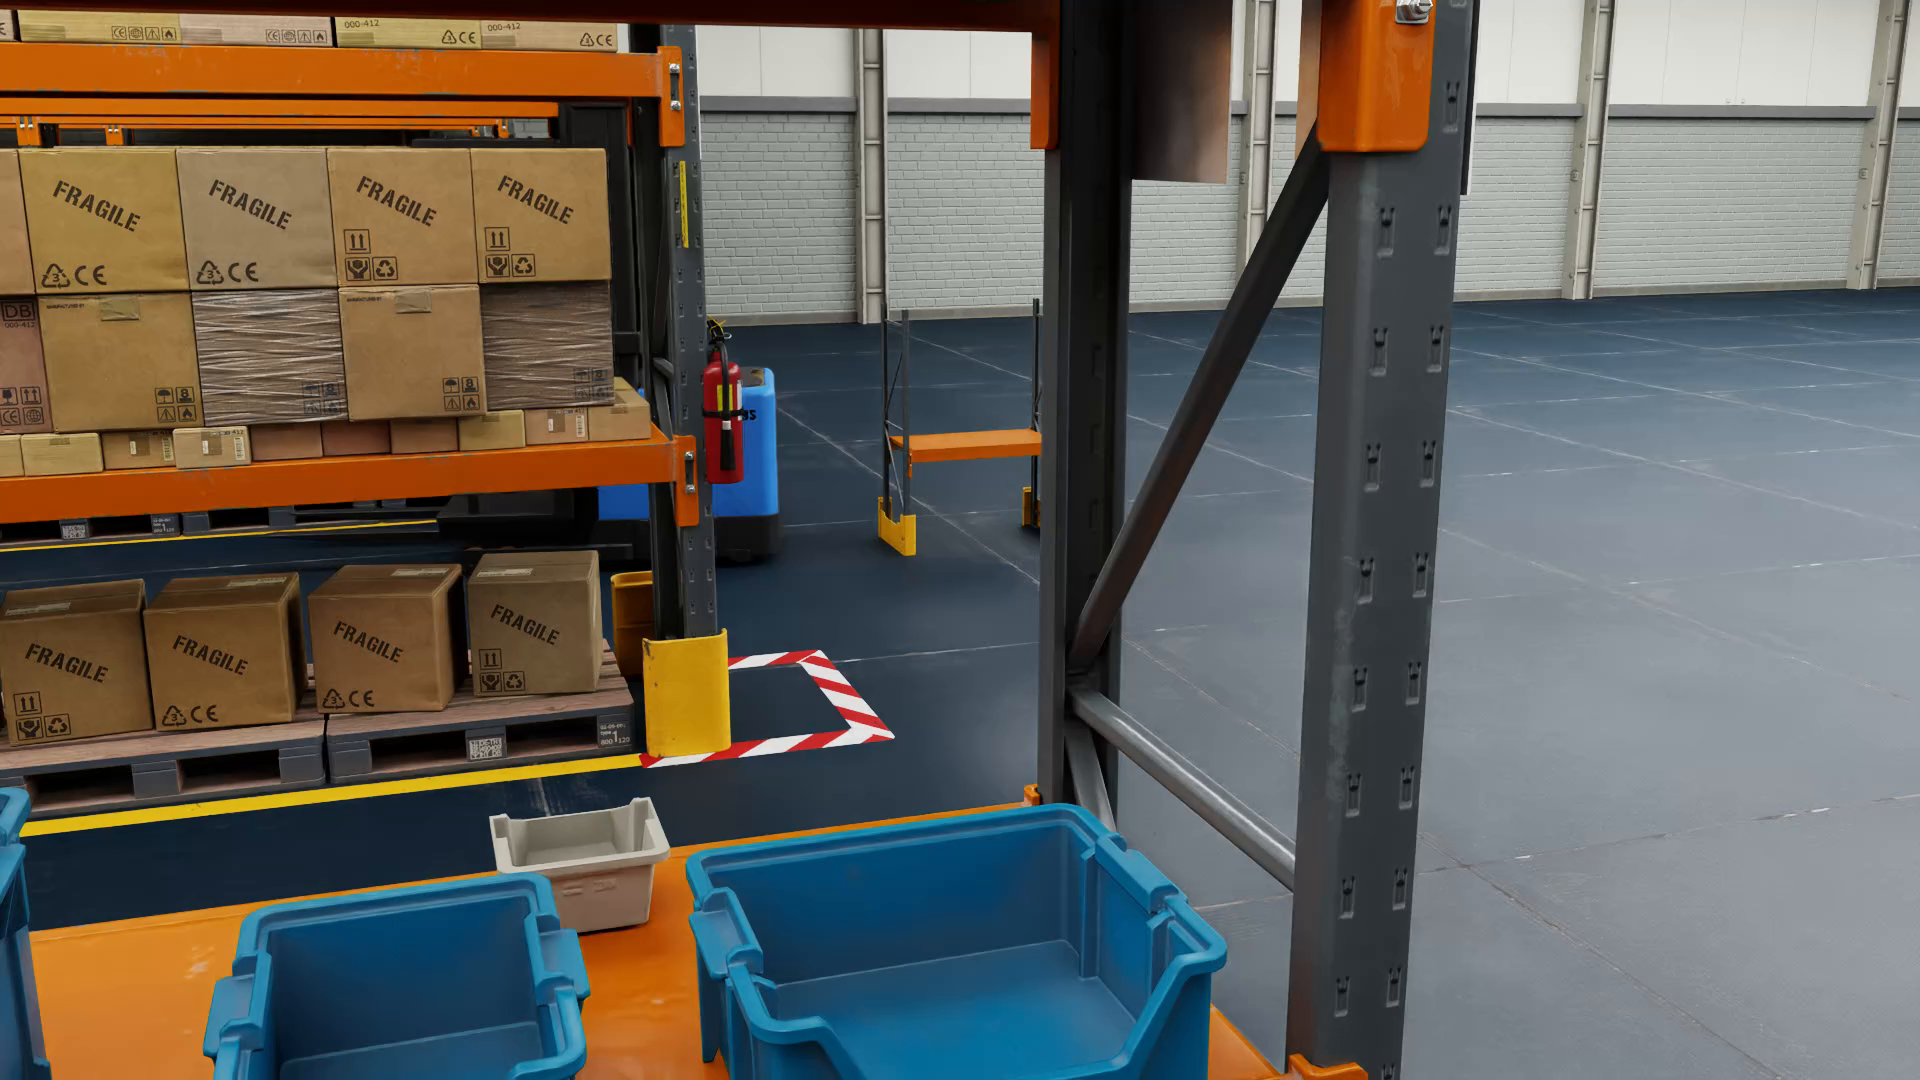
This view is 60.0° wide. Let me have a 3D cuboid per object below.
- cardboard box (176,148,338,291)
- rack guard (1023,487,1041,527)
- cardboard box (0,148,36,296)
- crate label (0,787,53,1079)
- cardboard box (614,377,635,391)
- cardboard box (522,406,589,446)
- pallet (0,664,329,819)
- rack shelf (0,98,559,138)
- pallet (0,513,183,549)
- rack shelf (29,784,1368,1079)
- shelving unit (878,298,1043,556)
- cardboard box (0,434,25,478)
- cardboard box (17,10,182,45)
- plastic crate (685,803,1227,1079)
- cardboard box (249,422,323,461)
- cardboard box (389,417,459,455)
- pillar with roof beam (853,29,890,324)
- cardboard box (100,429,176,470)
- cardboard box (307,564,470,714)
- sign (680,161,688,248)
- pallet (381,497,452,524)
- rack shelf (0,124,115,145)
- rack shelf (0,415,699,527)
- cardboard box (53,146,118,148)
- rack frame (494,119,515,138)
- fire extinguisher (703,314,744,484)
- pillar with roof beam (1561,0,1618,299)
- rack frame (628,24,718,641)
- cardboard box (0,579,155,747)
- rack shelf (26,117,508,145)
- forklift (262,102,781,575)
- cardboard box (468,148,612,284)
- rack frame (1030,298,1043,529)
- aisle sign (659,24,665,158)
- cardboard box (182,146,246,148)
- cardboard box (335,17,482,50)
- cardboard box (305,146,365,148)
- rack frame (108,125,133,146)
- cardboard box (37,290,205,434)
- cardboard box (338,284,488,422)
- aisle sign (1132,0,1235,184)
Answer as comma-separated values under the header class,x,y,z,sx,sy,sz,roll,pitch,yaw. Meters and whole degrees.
class,x,y,z,sx,sy,sz,roll,pitch,yaw
cardboard box,-2.613,-1.212,6.237,0.500,0.500,0.500,-4,14,-18
rack guard,0.544,-0.164,10.792,0.087,0.250,0.587,-4,14,-18
cardboard box,-3.560,-1.138,5.924,0.500,0.500,0.500,-4,14,-18
crate label,-1.303,0.563,1.719,0.616,0.435,0.502,-4,14,-18
cardboard box,-1.570,-0.611,7.271,0.250,0.149,0.380,-4,14,-18
cardboard box,-1.666,-0.495,6.784,0.250,0.149,0.380,-4,14,-18
pallet,-3.232,0.802,6.815,1.213,0.211,1.003,-4,14,-18
rack shelf,-4.606,-2.759,10.831,4.000,0.370,1.077,-4,14,-18
pallet,-5.756,-0.184,10.960,1.213,0.211,1.003,-4,14,-18
rack shelf,-1.540,0.882,2.006,4.000,0.370,1.077,-4,14,-18
shelving unit,0.072,-0.735,10.493,1.083,1.500,0.587,-4,14,-18
cardboard box,-3.539,-0.332,6.098,0.250,0.149,0.380,-4,14,-18
cardboard box,-3.036,-1.885,5.927,0.500,0.250,0.500,-5,14,-19
plastic crate,-0.023,0.560,2.129,0.616,0.251,0.499,-4,14,-18
cardboard box,-2.608,-0.417,6.458,0.250,0.149,0.380,-4,14,-18
cardboard box,-2.128,-0.450,6.595,0.250,0.149,0.380,-4,14,-18
pillar with roof beam,0.141,-6.527,18.636,0.400,9.000,9.100,-4,14,-18
cardboard box,-3.076,-0.376,6.285,0.250,0.149,0.380,-4,14,-18
cardboard box,-2.377,0.404,6.956,0.500,0.500,0.500,-1,13,-3
sign,-1.066,-1.295,6.422,0.005,0.325,0.100,-4,14,-18
pallet,-3.443,-0.364,11.717,1.213,0.211,1.003,-4,14,-18
rack shelf,-11.658,-4.630,18.698,4.000,0.370,1.077,-4,14,-18
rack shelf,-3.120,-0.204,6.573,4.000,0.370,1.077,-4,14,-18
cardboard box,-7.690,-3.245,14.782,0.500,0.500,0.700,-5,14,-19
rack frame,-4.385,-2.875,16.248,0.127,3.000,1.000,-4,14,-18
fire extinguisher,-0.969,-0.571,6.730,0.183,0.674,0.296,-4,14,-18
pillar with roof beam,11.514,-7.413,22.360,0.400,9.000,9.100,-4,14,-18
rack frame,-1.224,-0.702,7.110,0.127,3.000,1.000,-4,14,-18
cardboard box,-3.520,0.478,6.647,0.500,0.500,0.500,-6,15,-23
rack shelf,-6.280,-3.837,15.363,4.000,0.370,1.077,-4,14,-18
forklift,-2.637,-1.348,9.975,3.031,2.935,1.130,-2,13,-7
cardboard box,-1.667,-1.287,6.550,0.500,0.500,0.500,-4,14,-18
rack frame,0.563,-0.773,10.653,0.032,1.500,0.500,-4,14,-18
aisle sign,-1.261,-2.037,7.105,0.004,0.787,0.394,-4,14,-18
cardboard box,-6.714,-3.309,15.051,0.500,0.500,0.700,-5,14,-19
cardboard box,-2.072,-1.959,6.239,0.500,0.250,0.500,-4,14,-18
cardboard box,-5.732,-3.373,15.323,0.500,0.500,0.700,-5,14,-19
rack frame,-9.763,-3.668,19.582,0.127,3.000,1.000,-4,14,-18
cardboard box,-3.155,-0.735,6.394,0.500,0.500,0.875,-4,14,-18
cardboard box,-2.190,-0.797,6.653,0.500,0.500,0.875,-4,14,-18
aisle sign,0.330,-0.950,2.535,0.004,0.787,0.394,-4,14,-18
